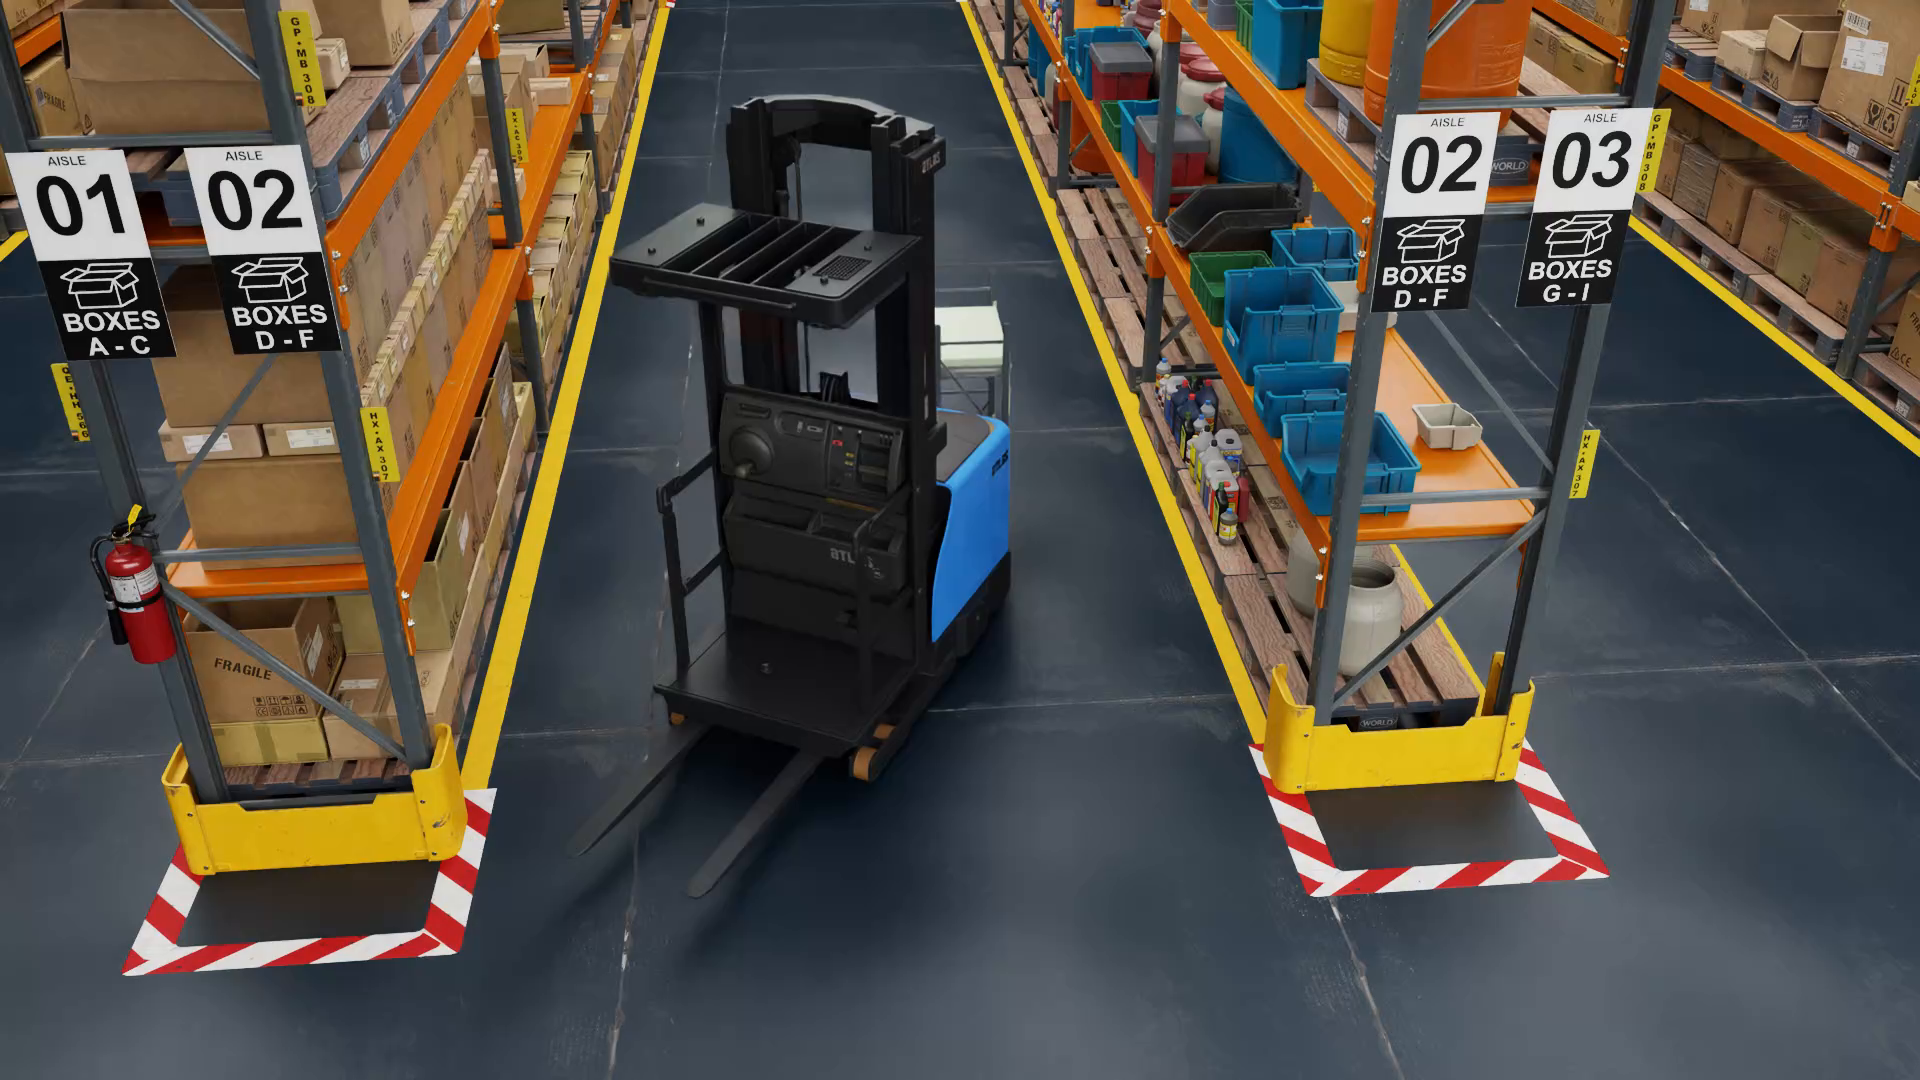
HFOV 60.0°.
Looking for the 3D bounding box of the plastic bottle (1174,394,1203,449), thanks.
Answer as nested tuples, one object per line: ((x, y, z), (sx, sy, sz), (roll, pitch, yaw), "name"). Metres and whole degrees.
((1.409, -0.744, 10.225), (0.144, 0.351, 0.185), (-4, 31, -7), "plastic bottle")

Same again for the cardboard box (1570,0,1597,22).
((5.953, -5.038, 15.163), (0.500, 0.500, 0.500), (-3, 31, -5), "cardboard box")

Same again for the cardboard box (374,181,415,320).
((-2.967, -1.335, 7.697), (0.700, 0.500, 0.500), (-3, 31, -4), "cardboard box")

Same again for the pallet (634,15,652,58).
((-4.130, -5.848, 19.335), (1.003, 0.211, 1.213), (-3, 31, -5), "pallet")

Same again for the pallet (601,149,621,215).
((-3.608, -3.214, 14.925), (1.003, 0.211, 1.213), (-3, 31, -5), "pallet")

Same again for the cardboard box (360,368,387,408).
((-2.678, -0.610, 7.116), (0.380, 0.149, 0.250), (-4, 31, -6), "cardboard box")

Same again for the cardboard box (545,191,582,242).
((-3.183, -2.490, 12.719), (0.500, 0.311, 0.500), (-3, 31, -5), "cardboard box")

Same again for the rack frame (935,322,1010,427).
((0.063, -0.486, 9.101), (0.400, 1.500, 0.023), (-2, 31, -4), "rack frame")

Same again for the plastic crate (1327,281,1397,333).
((2.133, -1.291, 9.243), (0.530, 0.136, 0.437), (-3, 31, -5), "plastic crate")

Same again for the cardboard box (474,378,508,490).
((-2.856, -0.570, 9.320), (0.500, 0.500, 0.500), (-3, 31, -5), "cardboard box")

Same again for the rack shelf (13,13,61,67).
((-8.695, -4.501, 15.062), (1.077, 0.370, 4.000), (-3, 31, -5), "rack shelf")

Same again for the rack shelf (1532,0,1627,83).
((6.100, -5.213, 16.254), (1.077, 0.370, 4.000), (-3, 31, -5), "rack shelf")

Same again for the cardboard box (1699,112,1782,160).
((6.439, -3.327, 13.673), (0.500, 0.250, 0.500), (1, 31, 1), "cardboard box")

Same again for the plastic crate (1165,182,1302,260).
((1.652, -1.921, 10.102), (0.767, 0.338, 0.504), (-3, 31, -5), "plastic crate")

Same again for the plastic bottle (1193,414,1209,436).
((1.460, -0.637, 10.123), (0.097, 0.271, 0.097), (0, 31, 0), "plastic bottle")

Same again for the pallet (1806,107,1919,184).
((6.734, -2.773, 11.655), (1.003, 0.211, 1.213), (-3, 31, -5), "pallet")

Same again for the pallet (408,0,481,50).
((-3.097, -2.801, 8.676), (1.003, 0.211, 1.213), (-3, 31, -5), "pallet")

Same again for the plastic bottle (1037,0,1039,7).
((0.757, -5.145, 15.553), (0.061, 0.283, 0.133), (-3, 31, -5), "plastic bottle")

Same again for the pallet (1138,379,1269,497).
((1.751, -0.679, 10.681), (1.003, 0.211, 1.213), (-3, 31, -5), "pallet")

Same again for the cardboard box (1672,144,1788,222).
((6.434, -2.993, 13.844), (0.700, 0.500, 0.500), (-5, 31, -9), "cardboard box")

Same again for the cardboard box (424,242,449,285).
((-2.819, -1.395, 8.430), (0.380, 0.149, 0.250), (-2, 31, -3), "cardboard box")

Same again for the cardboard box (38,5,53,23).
((-8.480, -4.786, 15.062), (0.380, 0.149, 0.250), (-2, 31, -3), "cardboard box")

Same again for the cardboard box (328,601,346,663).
((-3.232, 0.542, 8.189), (0.500, 0.250, 0.500), (-3, 31, -5), "cardboard box")

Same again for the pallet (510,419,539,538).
((-3.170, -0.381, 10.181), (1.003, 0.211, 1.213), (-3, 31, -5), "pallet")

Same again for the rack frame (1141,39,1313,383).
((1.729, -2.221, 10.543), (1.000, 3.000, 0.127), (-3, 31, -5), "rack frame")

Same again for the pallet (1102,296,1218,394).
((1.617, -1.423, 11.927), (1.003, 0.211, 1.213), (-3, 31, -5), "pallet")

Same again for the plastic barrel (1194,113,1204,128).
((1.759, -2.845, 11.722), (0.301, 0.262, 0.301), (0, 31, 0), "plastic barrel")

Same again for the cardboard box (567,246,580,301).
((-3.138, -1.988, 12.426), (0.500, 0.250, 0.500), (-2, 31, -4), "cardboard box")

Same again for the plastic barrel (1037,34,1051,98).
((1.082, -4.945, 16.740), (0.600, 0.901, 0.708), (-3, 31, -5), "plastic barrel")

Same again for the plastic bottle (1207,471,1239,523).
((1.499, -0.245, 9.462), (0.152, 0.276, 0.135), (-3, 31, -4), "plastic bottle")

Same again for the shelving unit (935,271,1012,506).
((0.033, -0.673, 9.414), (0.431, 1.500, 0.755), (-2, 31, -4), "shelving unit")

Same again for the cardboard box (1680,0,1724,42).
((6.377, -4.450, 13.768), (0.500, 0.500, 0.500), (-6, 31, -11), "cardboard box")

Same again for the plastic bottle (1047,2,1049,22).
((0.834, -4.790, 15.038), (0.097, 0.201, 0.097), (0, 31, 0), "plastic bottle")

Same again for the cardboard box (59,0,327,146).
((-2.878, -1.810, 6.283), (0.797, 0.503, 0.637), (-1, 31, -1), "cardboard box")

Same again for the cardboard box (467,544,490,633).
((-2.754, 0.262, 8.658), (0.500, 0.250, 0.500), (-3, 31, -5), "cardboard box")

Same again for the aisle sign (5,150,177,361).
((-3.115, -1.012, 5.984), (0.394, 0.787, 0.004), (-3, 31, -5), "aisle sign")

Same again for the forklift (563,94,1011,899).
((-0.777, -0.371, 7.513), (1.130, 2.935, 3.031), (13, 33, 20), "forklift")

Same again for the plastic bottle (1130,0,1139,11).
((1.594, -4.683, 14.786), (0.152, 0.276, 0.135), (-3, 31, -5), "plastic bottle")

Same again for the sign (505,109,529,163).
((-2.650, -2.419, 9.953), (0.100, 0.325, 0.005), (-3, 31, -5), "sign")

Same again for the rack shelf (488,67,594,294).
((-3.389, -2.698, 12.043), (1.077, 0.370, 4.000), (-3, 31, -5), "rack shelf")

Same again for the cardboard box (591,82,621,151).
((-3.431, -3.913, 15.385), (0.500, 0.500, 0.500), (-3, 31, -5), "cardboard box")

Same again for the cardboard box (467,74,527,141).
((-3.354, -2.946, 11.660), (0.500, 0.500, 0.500), (-3, 31, -5), "cardboard box")

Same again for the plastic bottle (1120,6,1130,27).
((1.471, -4.635, 14.779), (0.097, 0.201, 0.097), (0, 31, 0), "plastic bottle")

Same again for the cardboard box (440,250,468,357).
((-3.056, -1.277, 8.865), (0.700, 0.500, 0.500), (-2, 31, -4), "cardboard box")

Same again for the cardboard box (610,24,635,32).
((-3.865, -5.708, 18.716), (0.380, 0.166, 0.250), (-3, 31, -5), "cardboard box")

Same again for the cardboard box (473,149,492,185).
((-2.964, -2.179, 9.742), (0.380, 0.149, 0.250), (-3, 31, -5), "cardboard box")

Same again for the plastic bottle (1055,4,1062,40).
((0.872, -4.517, 14.501), (0.061, 0.283, 0.133), (-3, 31, -5), "plastic bottle")

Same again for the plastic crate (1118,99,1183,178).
((1.317, -2.763, 11.465), (0.392, 0.384, 0.575), (-3, 31, -5), "plastic crate")

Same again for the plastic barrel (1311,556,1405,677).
((1.966, 0.377, 8.211), (0.421, 0.512, 0.421), (0, 31, 0), "plastic barrel")

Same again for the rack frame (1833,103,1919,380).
((6.661, -2.458, 10.941), (1.000, 3.000, 0.127), (-3, 31, -5), "rack frame")

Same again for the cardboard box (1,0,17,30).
((-8.338, -4.496, 13.945), (0.500, 0.500, 0.500), (-2, 31, -3), "cardboard box")
